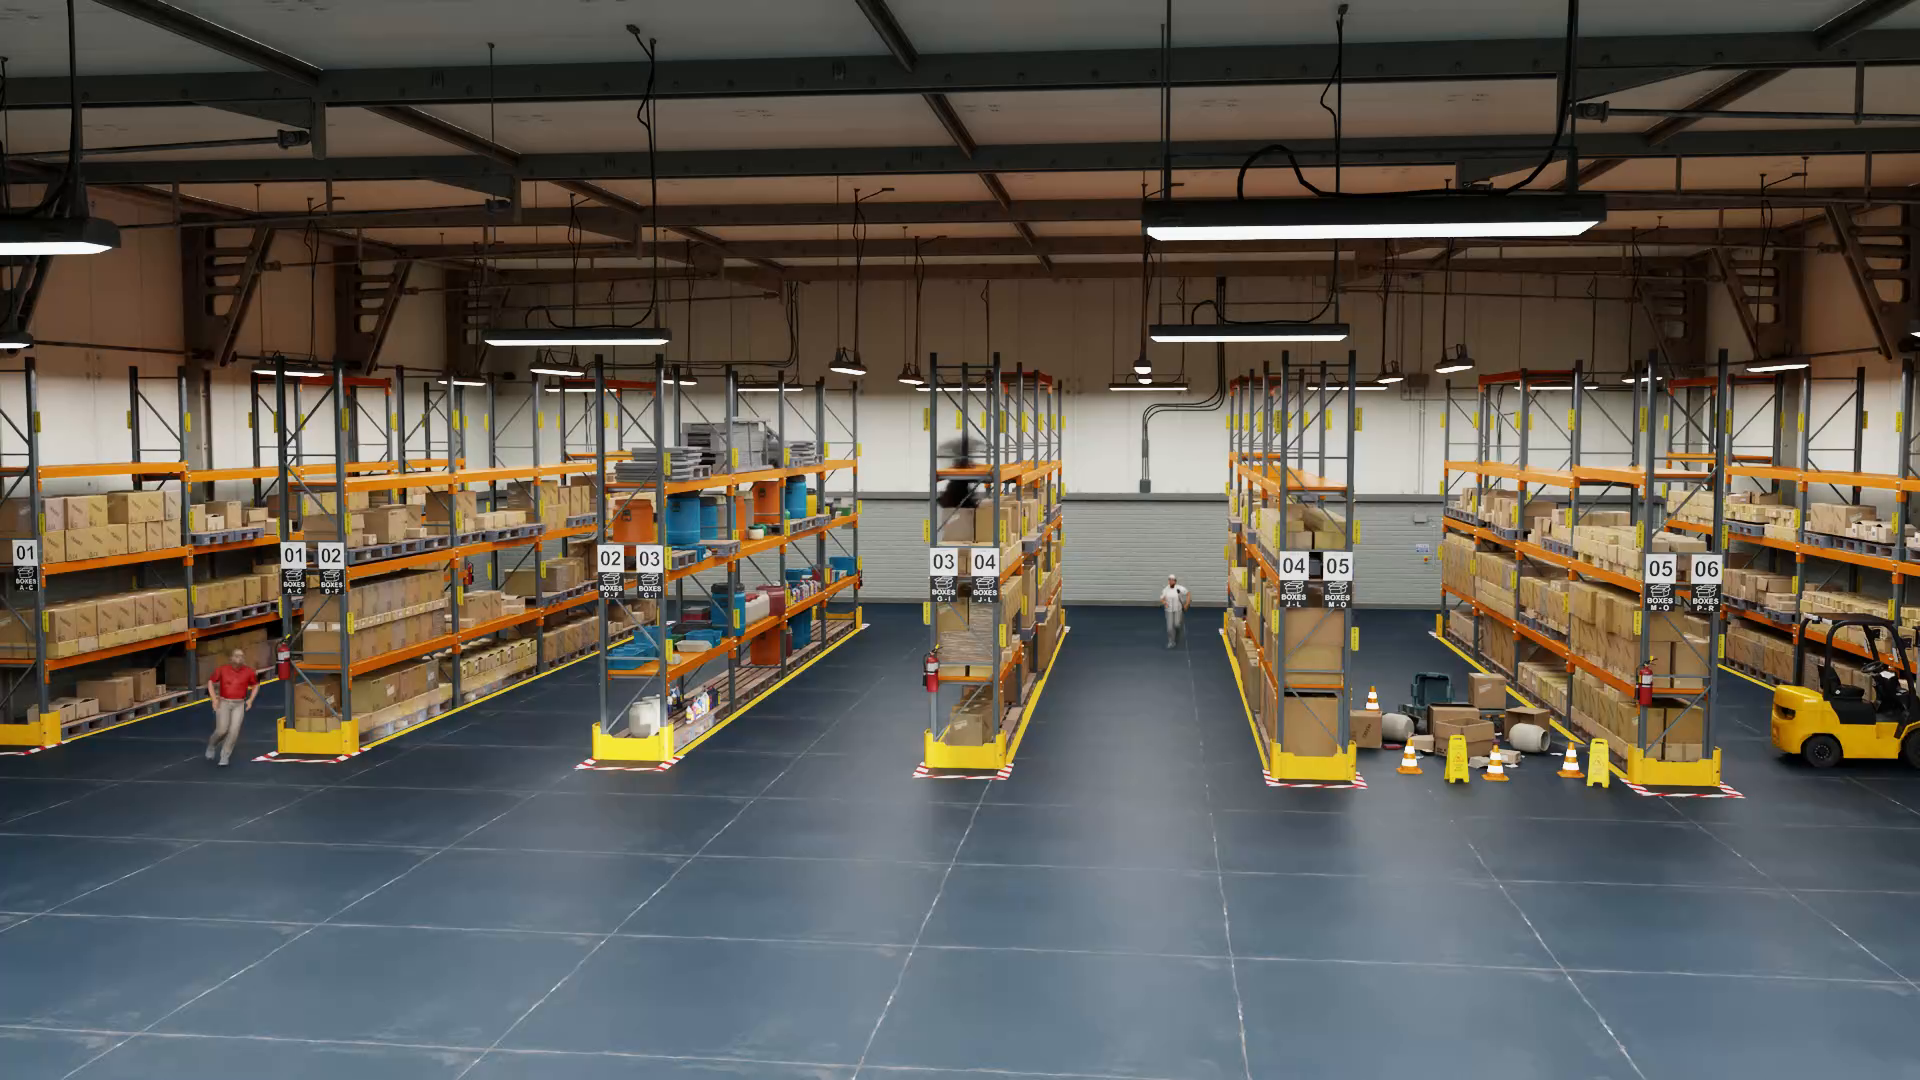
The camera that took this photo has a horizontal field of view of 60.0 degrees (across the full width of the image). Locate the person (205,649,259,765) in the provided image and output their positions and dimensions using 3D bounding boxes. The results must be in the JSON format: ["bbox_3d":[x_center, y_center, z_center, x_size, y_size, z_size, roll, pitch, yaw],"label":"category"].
[{"bbox_3d":[-10.704,2.440,24.481,0.733,1.670,0.584,-3,5,-34],"label":"person"}]

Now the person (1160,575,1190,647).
[{"bbox_3d":[4.746,1.582,36.811,0.628,1.622,0.736,1,4,16],"label":"person"}]
